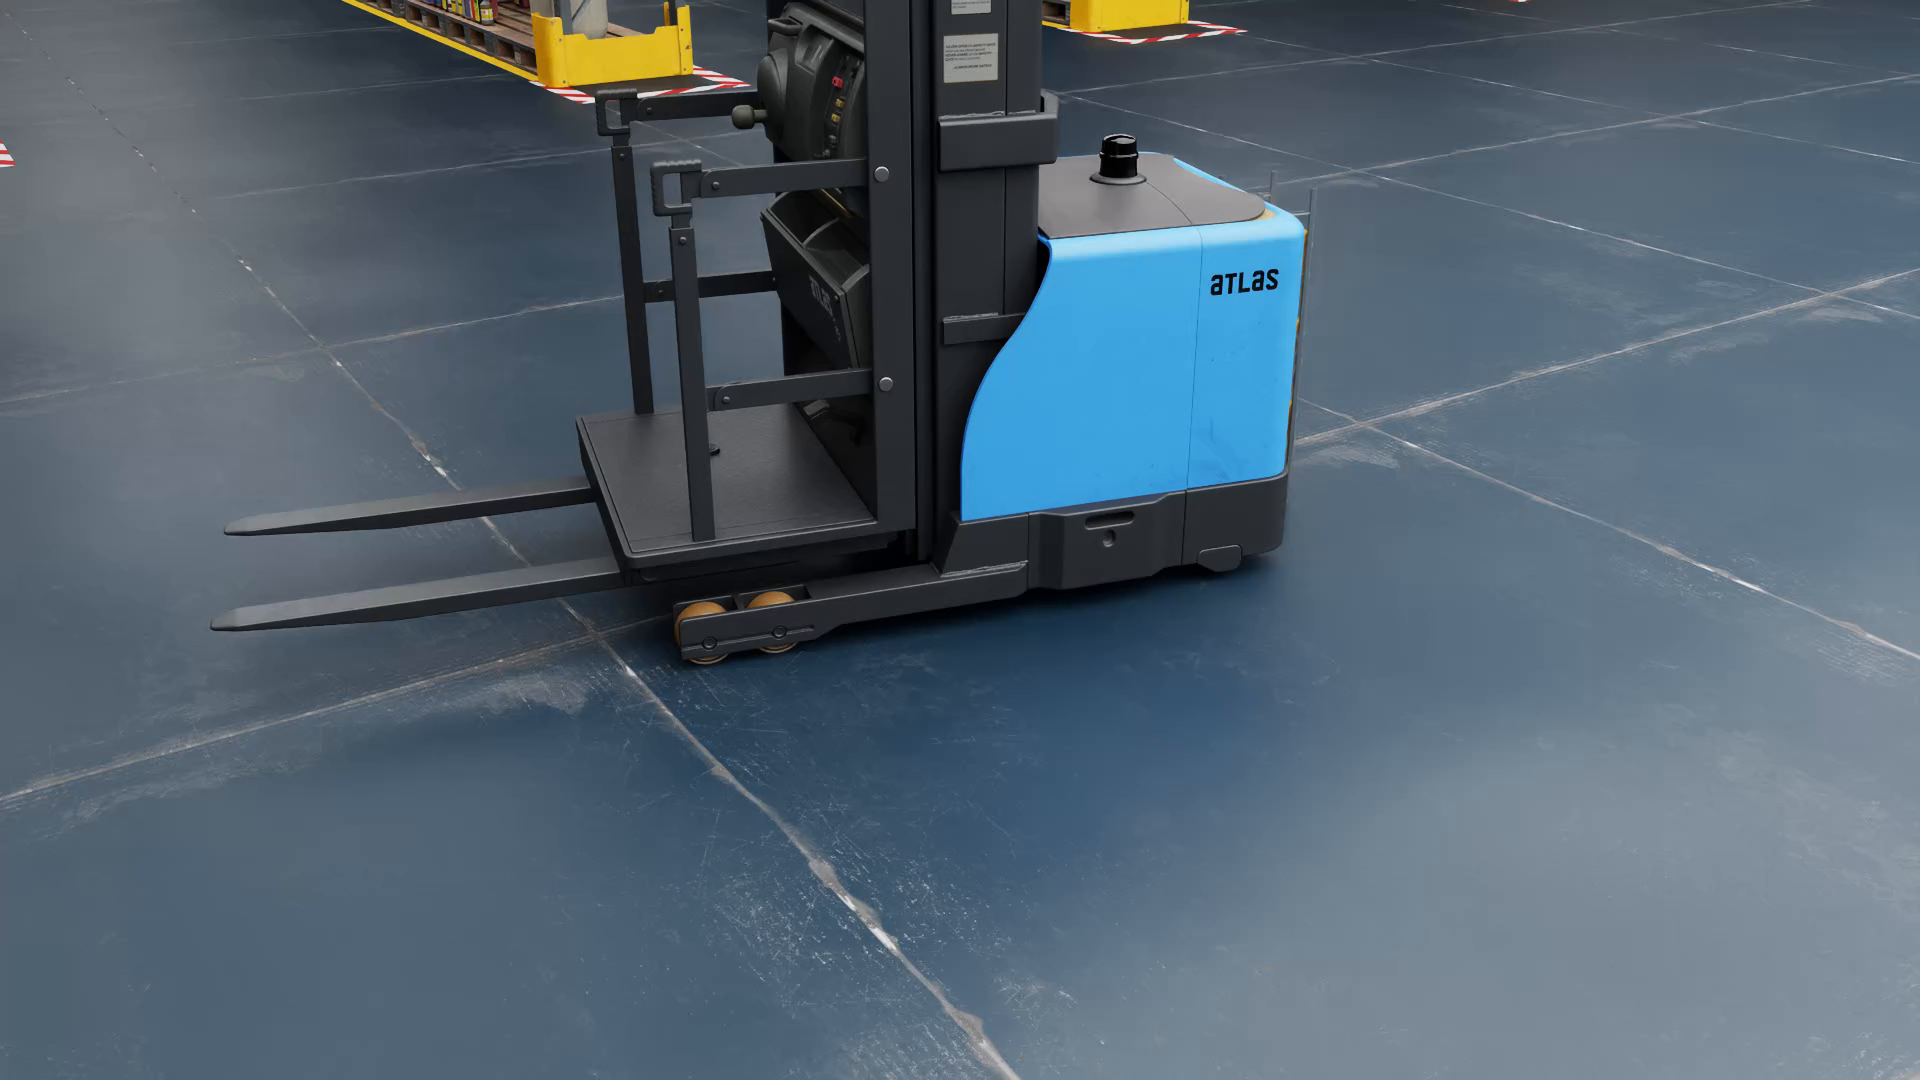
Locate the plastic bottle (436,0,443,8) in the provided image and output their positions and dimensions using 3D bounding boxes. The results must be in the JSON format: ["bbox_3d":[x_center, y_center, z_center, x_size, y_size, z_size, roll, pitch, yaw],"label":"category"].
[{"bbox_3d":[-4.542,-4.873,14.647,0.144,0.351,0.185,-17,30,-32],"label":"plastic bottle"}]

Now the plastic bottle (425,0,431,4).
[{"bbox_3d":[-4.732,-4.967,14.934,0.152,0.276,0.135,-14,29,-28],"label":"plastic bottle"}]

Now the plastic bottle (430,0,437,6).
[{"bbox_3d":[-4.645,-4.941,14.790,0.144,0.351,0.185,-15,29,-28],"label":"plastic bottle"}]

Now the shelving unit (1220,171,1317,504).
[{"bbox_3d":[0.950,-0.631,5.356,0.215,1.050,0.252,-9,27,-18],"label":"shelving unit"}]

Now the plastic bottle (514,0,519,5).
[{"bbox_3d":[-3.936,-4.916,14.815,0.061,0.283,0.133,-16,29,-30],"label":"plastic bottle"}]

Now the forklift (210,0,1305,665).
[{"bbox_3d":[-0.589,-1.240,4.443,3.031,2.935,1.130,-8,27,-17],"label":"forklift"}]

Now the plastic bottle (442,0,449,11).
[{"bbox_3d":[-4.487,-4.774,14.516,0.061,0.283,0.133,-14,29,-27],"label":"plastic bottle"}]

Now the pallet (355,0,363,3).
[{"bbox_3d":[-5.869,-5.773,17.232,1.003,0.211,1.213,-16,29,-30],"label":"pallet"}]

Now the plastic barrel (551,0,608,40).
[{"bbox_3d":[-2.977,-4.177,13.007,0.421,0.512,0.421,0,25,0],"label":"plastic barrel"}]

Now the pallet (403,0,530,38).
[{"bbox_3d":[-4.406,-4.814,15.201,1.003,0.211,1.213,-16,29,-30],"label":"pallet"}]

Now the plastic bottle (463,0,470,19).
[{"bbox_3d":[-4.114,-4.563,14.077,0.152,0.276,0.135,-16,30,-31],"label":"plastic bottle"}]

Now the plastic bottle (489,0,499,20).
[{"bbox_3d":[-3.950,-4.542,14.023,0.061,0.283,0.133,-16,29,-30],"label":"plastic bottle"}]

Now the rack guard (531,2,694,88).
[{"bbox_3d":[-2.635,-3.780,12.673,1.175,0.500,0.348,-16,29,-30],"label":"rack guard"}]

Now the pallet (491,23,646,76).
[{"bbox_3d":[-3.074,-3.942,13.352,1.003,0.211,1.213,-16,29,-30],"label":"pallet"}]

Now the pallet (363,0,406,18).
[{"bbox_3d":[-5.199,-5.336,16.306,1.003,0.211,1.213,-16,29,-30],"label":"pallet"}]

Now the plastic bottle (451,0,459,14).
[{"bbox_3d":[-4.310,-4.721,14.325,0.144,0.351,0.185,-16,30,-30],"label":"plastic bottle"}]

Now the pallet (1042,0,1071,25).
[{"bbox_3d":[1.140,-5.114,15.836,1.003,0.211,1.213,-16,29,-30],"label":"pallet"}]

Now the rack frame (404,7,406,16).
[{"bbox_3d":[-4.738,-6.325,15.135,1.000,3.000,0.127,-16,29,-30],"label":"rack frame"}]

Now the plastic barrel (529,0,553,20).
[{"bbox_3d":[-3.251,-4.356,13.387,0.421,0.512,0.421,0,25,0],"label":"plastic barrel"}]

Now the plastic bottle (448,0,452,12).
[{"bbox_3d":[-4.407,-4.699,14.453,0.097,0.201,0.097,0,25,0],"label":"plastic bottle"}]

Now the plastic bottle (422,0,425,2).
[{"bbox_3d":[-4.820,-4.970,15.027,0.097,0.201,0.097,0,25,0],"label":"plastic bottle"}]

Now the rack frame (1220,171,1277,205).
[{"bbox_3d":[0.909,-0.680,5.460,0.200,1.050,0.008,-9,27,-18],"label":"rack frame"}]

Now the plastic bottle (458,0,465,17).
[{"bbox_3d":[-4.208,-4.655,14.184,0.144,0.351,0.185,-14,29,-27],"label":"plastic bottle"}]

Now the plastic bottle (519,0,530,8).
[{"bbox_3d":[-3.867,-4.865,14.707,0.061,0.283,0.133,-16,29,-30],"label":"plastic bottle"}]

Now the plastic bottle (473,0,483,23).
[{"bbox_3d":[-4.003,-4.457,13.845,0.061,0.283,0.133,-15,29,-28],"label":"plastic bottle"}]

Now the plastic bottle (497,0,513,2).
[{"bbox_3d":[-4.150,-5.017,15.040,0.152,0.276,0.135,-16,29,-30],"label":"plastic bottle"}]

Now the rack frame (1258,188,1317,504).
[{"bbox_3d":[0.991,-0.582,5.252,0.200,1.050,0.008,-9,27,-18],"label":"rack frame"}]

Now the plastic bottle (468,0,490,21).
[{"bbox_3d":[-4.039,-4.513,13.972,0.152,0.276,0.135,-15,29,-29],"label":"plastic bottle"}]

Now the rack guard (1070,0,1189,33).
[{"bbox_3d":[1.554,-4.946,15.141,1.175,0.500,0.348,-16,29,-30],"label":"rack guard"}]

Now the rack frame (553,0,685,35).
[{"bbox_3d":[-2.554,-4.895,12.105,1.000,3.000,0.127,-16,29,-30],"label":"rack frame"}]

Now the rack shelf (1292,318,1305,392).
[{"bbox_3d":[0.950,-0.621,5.361,0.215,0.259,0.240,-9,27,-18],"label":"rack shelf"}]

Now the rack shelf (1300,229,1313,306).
[{"bbox_3d":[0.950,-0.878,5.240,0.215,0.259,0.240,-9,27,-18],"label":"rack shelf"}]

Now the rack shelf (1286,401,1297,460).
[{"bbox_3d":[0.950,-0.370,5.479,0.215,0.259,0.240,-9,27,-18],"label":"rack shelf"}]

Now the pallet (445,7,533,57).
[{"bbox_3d":[-3.736,-4.378,14.276,1.003,0.211,1.213,-16,29,-30],"label":"pallet"}]

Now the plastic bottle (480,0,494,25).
[{"bbox_3d":[-3.924,-4.383,13.783,0.097,0.201,0.097,0,25,0],"label":"plastic bottle"}]
